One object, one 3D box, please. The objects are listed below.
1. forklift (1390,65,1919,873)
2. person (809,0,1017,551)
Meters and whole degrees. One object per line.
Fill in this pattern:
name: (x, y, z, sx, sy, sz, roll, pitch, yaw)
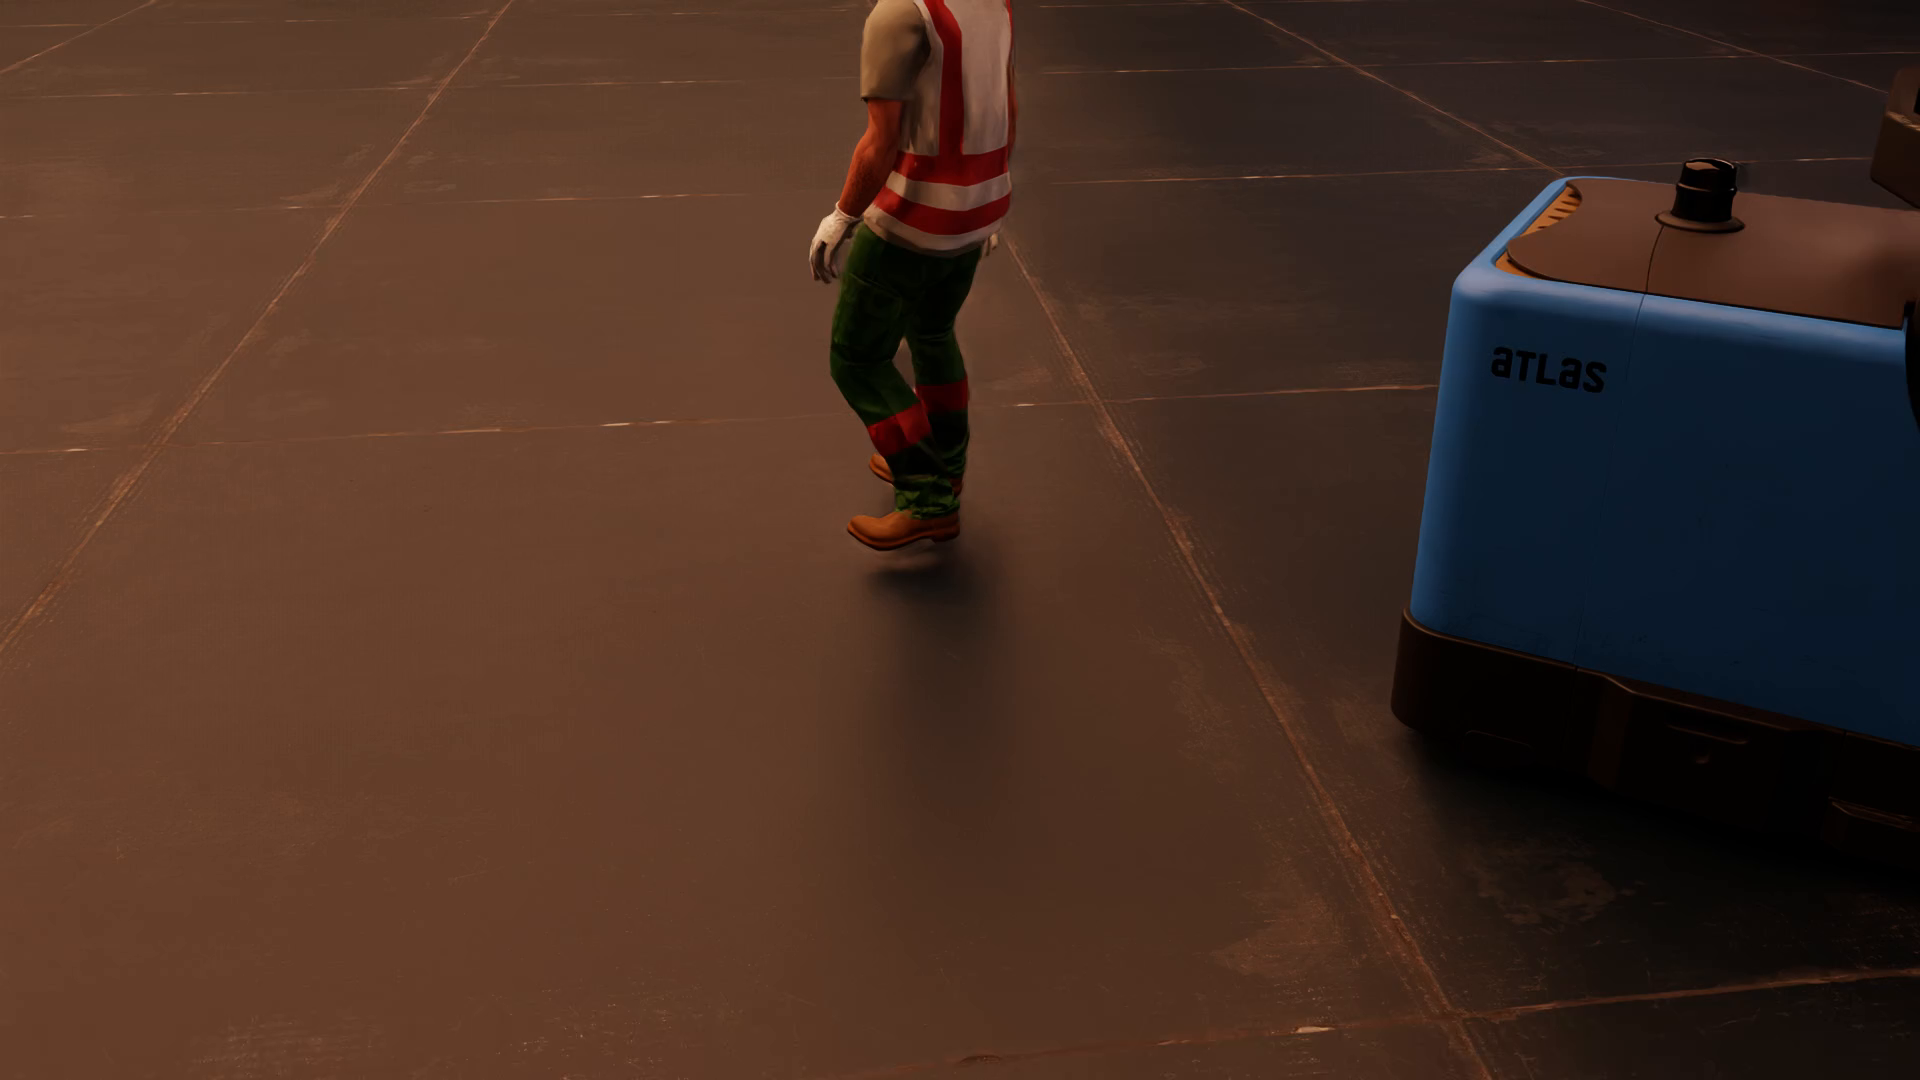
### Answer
forklift: (2.489, -0.737, 2.759, 3.031, 2.935, 1.130, 14, 29, 26)
person: (-0.134, -0.844, 4.273, 0.551, 1.745, 0.693, 16, 30, 30)
